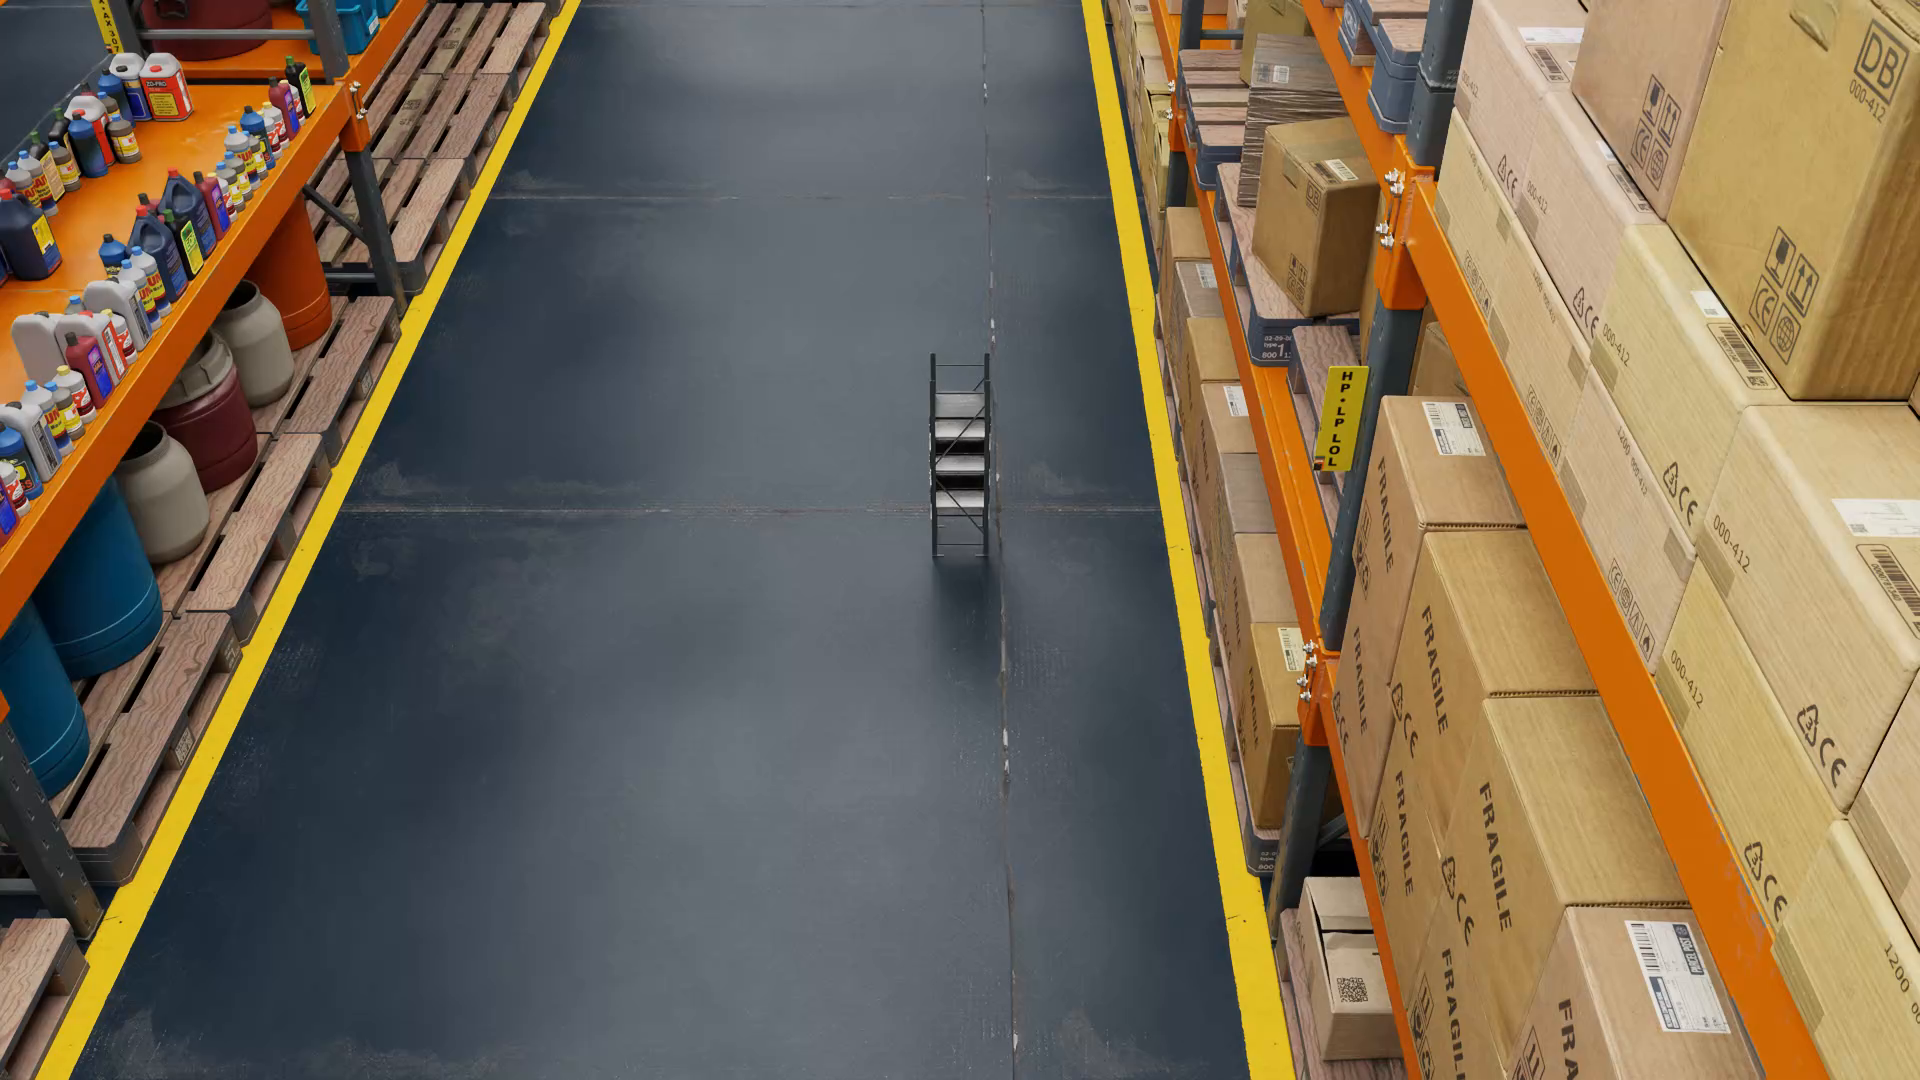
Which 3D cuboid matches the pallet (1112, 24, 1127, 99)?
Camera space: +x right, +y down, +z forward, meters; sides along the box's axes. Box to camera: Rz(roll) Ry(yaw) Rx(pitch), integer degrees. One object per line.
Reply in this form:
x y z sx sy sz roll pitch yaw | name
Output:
1.572 -3.317 11.220 1.003 0.211 1.213 0 39 0 | pallet

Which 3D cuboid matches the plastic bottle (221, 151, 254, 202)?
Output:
-3.007 -1.512 6.897 0.097 0.201 0.097 0 39 0 | plastic bottle

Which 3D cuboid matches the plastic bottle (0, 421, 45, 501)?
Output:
-3.004 -0.257 5.275 0.097 0.271 0.097 0 39 0 | plastic bottle

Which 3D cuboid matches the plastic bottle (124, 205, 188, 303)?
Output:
-3.029 -1.078 6.236 0.144 0.351 0.185 0 39 0 | plastic bottle

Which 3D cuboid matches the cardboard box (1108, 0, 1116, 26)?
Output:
1.285 -3.704 11.336 0.500 0.250 0.500 -1 39 -1 | cardboard box

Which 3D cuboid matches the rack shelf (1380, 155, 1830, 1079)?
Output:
1.544 0.498 2.406 1.077 0.370 4.000 0 39 0 | rack shelf

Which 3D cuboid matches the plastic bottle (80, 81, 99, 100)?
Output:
-3.784 -1.841 7.242 0.061 0.283 0.133 0 39 0 | plastic bottle

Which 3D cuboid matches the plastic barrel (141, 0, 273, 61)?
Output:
-3.720 -2.706 8.119 0.600 0.536 0.708 0 39 0 | plastic barrel

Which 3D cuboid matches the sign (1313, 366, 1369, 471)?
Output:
0.987 -0.312 4.315 0.100 0.325 0.005 0 39 0 | sign

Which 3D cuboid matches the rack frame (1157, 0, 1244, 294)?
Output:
1.537 -2.364 7.801 1.000 3.000 0.127 0 39 0 | rack frame

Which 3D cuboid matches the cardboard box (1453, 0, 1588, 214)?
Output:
1.294 -0.866 3.253 0.500 0.250 0.500 0 39 0 | cardboard box

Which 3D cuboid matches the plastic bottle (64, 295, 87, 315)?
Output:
-3.157 -0.786 5.991 0.097 0.201 0.097 0 39 0 | plastic bottle

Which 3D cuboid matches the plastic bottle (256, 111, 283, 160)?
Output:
-3.007 -1.755 7.201 0.097 0.201 0.097 0 39 0 | plastic bottle

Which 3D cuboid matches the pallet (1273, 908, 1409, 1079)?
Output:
1.541 1.655 5.016 1.003 0.211 1.213 0 39 0 | pallet

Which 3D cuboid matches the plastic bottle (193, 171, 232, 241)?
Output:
-2.988 -1.350 6.629 0.061 0.283 0.133 0 39 0 | plastic bottle

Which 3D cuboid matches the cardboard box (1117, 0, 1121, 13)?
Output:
1.279 -3.604 10.763 0.500 0.311 0.500 0 39 -1 | cardboard box

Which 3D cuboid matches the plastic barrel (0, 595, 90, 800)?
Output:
-3.395 0.453 5.628 0.600 0.901 0.708 0 39 0 | plastic barrel

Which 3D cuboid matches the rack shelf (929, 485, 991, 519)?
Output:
0.000 -0.180 7.096 0.258 0.077 0.200 0 39 0 | rack shelf

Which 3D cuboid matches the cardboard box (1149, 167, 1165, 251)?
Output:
1.293 -1.784 8.940 0.500 0.250 0.500 1 39 1 | cardboard box

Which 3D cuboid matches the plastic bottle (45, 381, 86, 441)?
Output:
-3.005 -0.436 5.554 0.097 0.201 0.097 0 39 0 | plastic bottle

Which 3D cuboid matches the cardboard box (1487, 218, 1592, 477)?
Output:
1.291 -0.358 3.019 0.500 0.250 0.500 0 39 0 | cardboard box

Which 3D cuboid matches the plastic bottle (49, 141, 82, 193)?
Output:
-3.766 -1.569 6.968 0.097 0.201 0.097 0 39 0 | plastic bottle

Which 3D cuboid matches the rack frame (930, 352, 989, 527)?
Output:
0.000 -0.410 7.042 0.240 0.900 0.006 0 39 0 | rack frame

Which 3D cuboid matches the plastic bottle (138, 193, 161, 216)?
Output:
-3.132 -1.234 6.485 0.061 0.283 0.133 0 39 0 | plastic bottle

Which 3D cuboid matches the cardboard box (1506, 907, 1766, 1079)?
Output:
1.264 0.970 2.761 0.500 0.500 0.500 1 39 1 | cardboard box

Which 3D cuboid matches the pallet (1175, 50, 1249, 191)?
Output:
1.608 -1.865 7.333 1.213 0.211 1.003 0 39 0 | pallet

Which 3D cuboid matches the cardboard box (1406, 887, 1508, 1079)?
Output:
1.272 1.050 3.461 0.500 0.500 0.500 0 39 0 | cardboard box

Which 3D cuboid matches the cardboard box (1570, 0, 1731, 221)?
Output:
1.439 -0.846 2.628 0.700 0.500 0.500 0 39 0 | cardboard box

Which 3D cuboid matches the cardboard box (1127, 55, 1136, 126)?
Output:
1.287 -2.742 10.136 0.500 0.250 0.500 1 39 1 | cardboard box

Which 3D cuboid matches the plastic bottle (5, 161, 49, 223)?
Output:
-3.765 -1.391 6.690 0.097 0.271 0.097 0 39 0 | plastic bottle

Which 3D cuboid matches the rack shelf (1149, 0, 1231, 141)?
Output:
1.535 -3.334 9.587 1.077 0.370 4.000 0 39 0 | rack shelf

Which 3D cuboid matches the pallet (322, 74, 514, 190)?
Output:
-3.377 -2.520 10.226 1.003 0.211 1.213 0 39 0 | pallet

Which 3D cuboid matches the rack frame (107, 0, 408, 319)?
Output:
-3.416 -2.363 7.800 1.000 3.000 0.127 0 39 0 | rack frame

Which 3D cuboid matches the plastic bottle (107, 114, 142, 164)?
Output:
-3.614 -1.737 7.178 0.097 0.201 0.097 0 39 0 | plastic bottle

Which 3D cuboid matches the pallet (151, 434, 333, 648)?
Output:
-3.375 -0.021 7.107 1.003 0.211 1.213 0 39 0 | pallet

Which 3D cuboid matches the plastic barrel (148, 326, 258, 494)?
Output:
-3.397 -0.574 7.160 0.600 0.588 0.708 0 39 0 | plastic barrel

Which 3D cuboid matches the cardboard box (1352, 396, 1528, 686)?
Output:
1.261 0.003 3.968 0.500 0.500 0.500 1 39 1 | cardboard box

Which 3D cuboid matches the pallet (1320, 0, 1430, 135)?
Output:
1.611 -1.368 4.310 1.213 0.211 1.003 0 39 0 | pallet

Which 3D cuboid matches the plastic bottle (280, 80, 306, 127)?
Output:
-3.007 -1.961 7.457 0.097 0.201 0.097 0 39 0 | plastic bottle

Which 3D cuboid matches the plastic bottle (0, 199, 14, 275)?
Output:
-3.737 -1.176 6.419 0.152 0.276 0.135 0 39 0 | plastic bottle

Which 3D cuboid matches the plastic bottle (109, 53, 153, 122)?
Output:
-3.739 -2.044 7.501 0.152 0.276 0.135 0 39 0 | plastic bottle

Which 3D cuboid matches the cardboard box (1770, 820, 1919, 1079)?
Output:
1.279 0.580 1.849 0.500 0.250 0.500 0 39 0 | cardboard box

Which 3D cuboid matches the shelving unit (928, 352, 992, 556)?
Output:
0.000 -0.346 6.962 0.258 0.900 0.210 0 39 0 | shelving unit

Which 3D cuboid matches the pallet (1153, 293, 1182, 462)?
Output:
1.500 -0.809 8.091 1.003 0.211 1.213 0 39 0 | pallet

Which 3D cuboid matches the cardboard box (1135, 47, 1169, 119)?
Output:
1.285 -2.642 9.563 0.500 0.311 0.500 0 39 0 | cardboard box

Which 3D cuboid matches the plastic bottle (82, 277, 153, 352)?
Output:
-3.033 -0.827 5.982 0.152 0.276 0.135 0 39 0 | plastic bottle

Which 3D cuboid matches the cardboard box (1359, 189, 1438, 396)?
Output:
1.701 -0.792 5.424 0.700 0.500 0.500 6 39 7 | cardboard box

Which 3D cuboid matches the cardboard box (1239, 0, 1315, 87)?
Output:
1.650 -2.173 7.148 0.700 0.500 0.500 -12 40 -15 | cardboard box

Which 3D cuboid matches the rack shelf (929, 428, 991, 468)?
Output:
0.000 -0.390 6.927 0.258 0.077 0.200 0 39 0 | rack shelf

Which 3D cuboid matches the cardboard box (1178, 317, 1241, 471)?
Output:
1.254 -0.634 7.290 0.500 0.500 0.500 -1 39 -1 | cardboard box

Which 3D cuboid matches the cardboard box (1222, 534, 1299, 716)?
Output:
1.262 0.323 6.095 0.500 0.500 0.500 0 39 0 | cardboard box

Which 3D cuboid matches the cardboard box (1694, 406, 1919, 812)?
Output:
1.286 0.072 2.082 0.500 0.250 0.500 0 39 0 | cardboard box
